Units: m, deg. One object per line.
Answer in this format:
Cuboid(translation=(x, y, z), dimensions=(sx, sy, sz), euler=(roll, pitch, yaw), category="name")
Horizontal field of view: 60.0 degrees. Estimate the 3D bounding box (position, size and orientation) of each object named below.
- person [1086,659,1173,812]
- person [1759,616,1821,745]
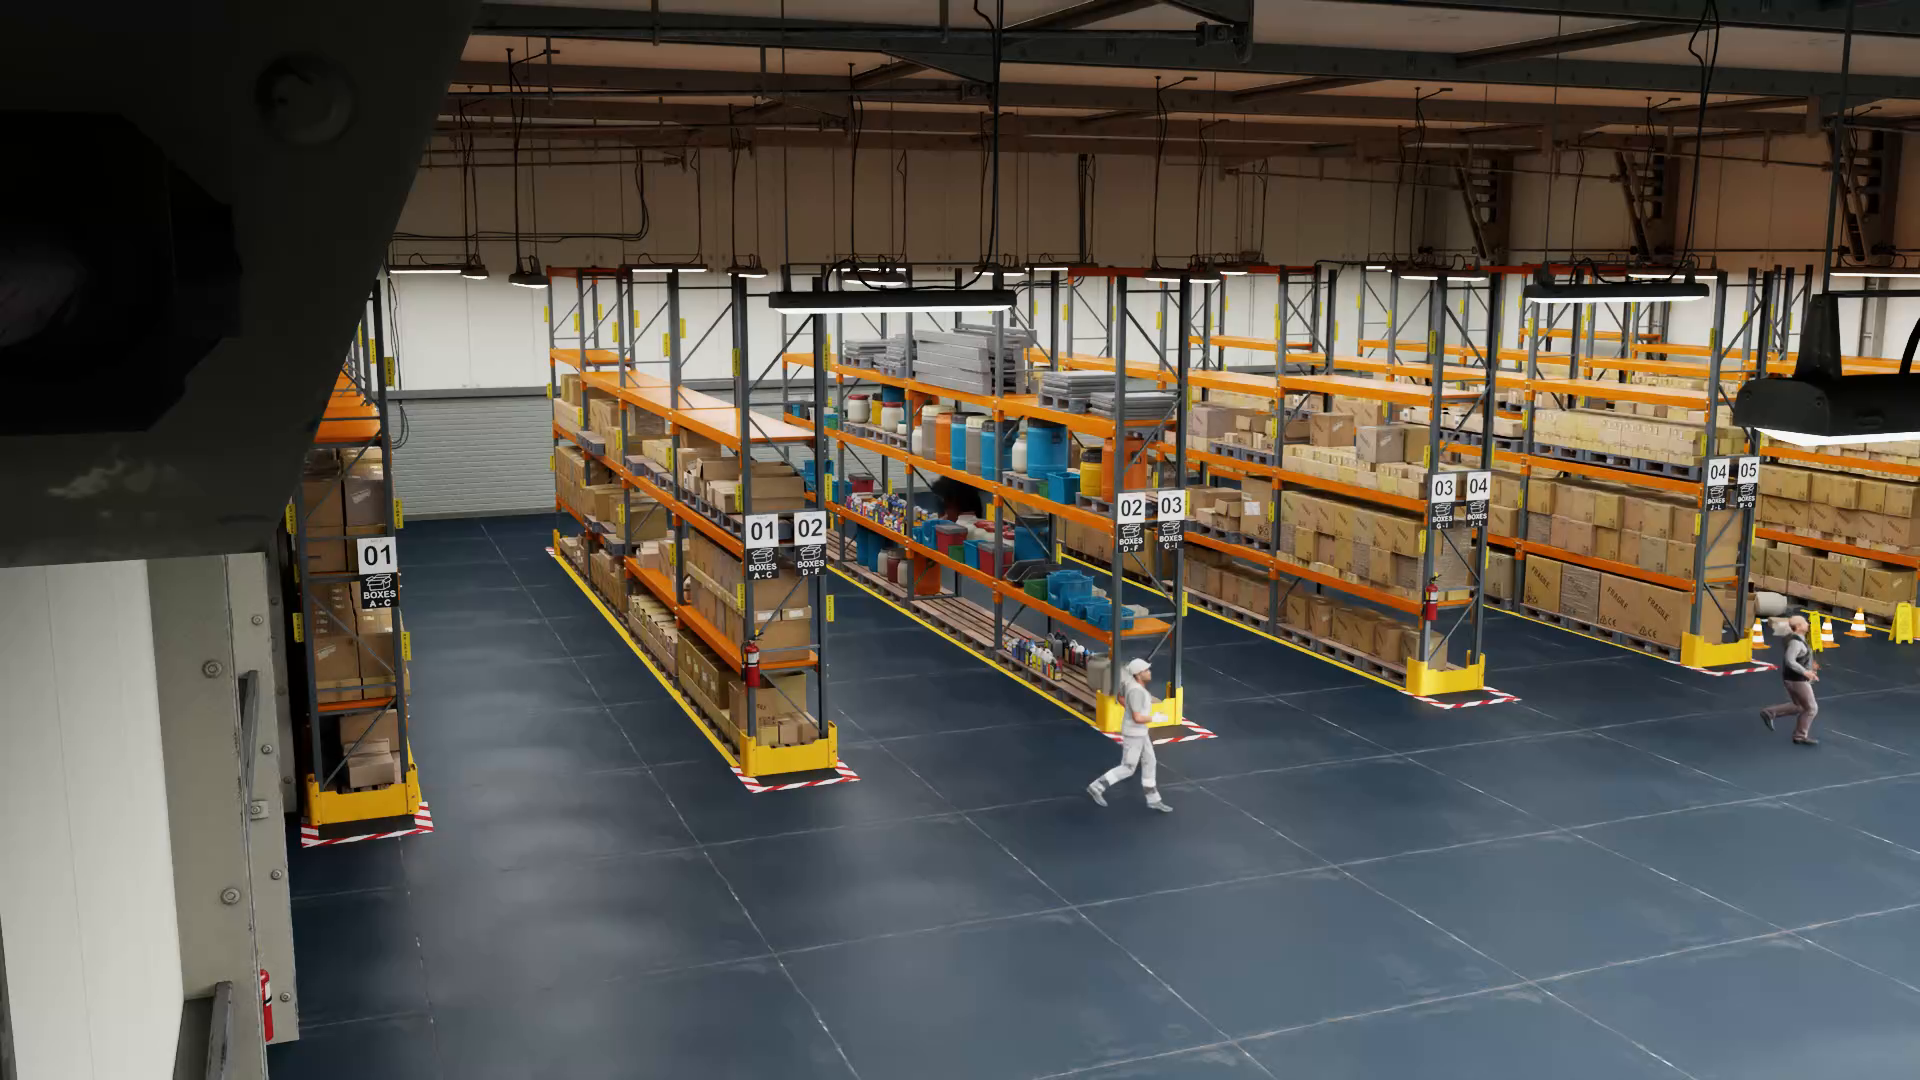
Cuboid(translation=(1.933, 2.211, 18.820), dimensions=(0.991, 1.794, 0.669), euler=(1, 10, 5), category="person")
Cuboid(translation=(10.771, 1.801, 21.491), dimensions=(0.704, 1.678, 0.663), euler=(4, 11, 20), category="person")
